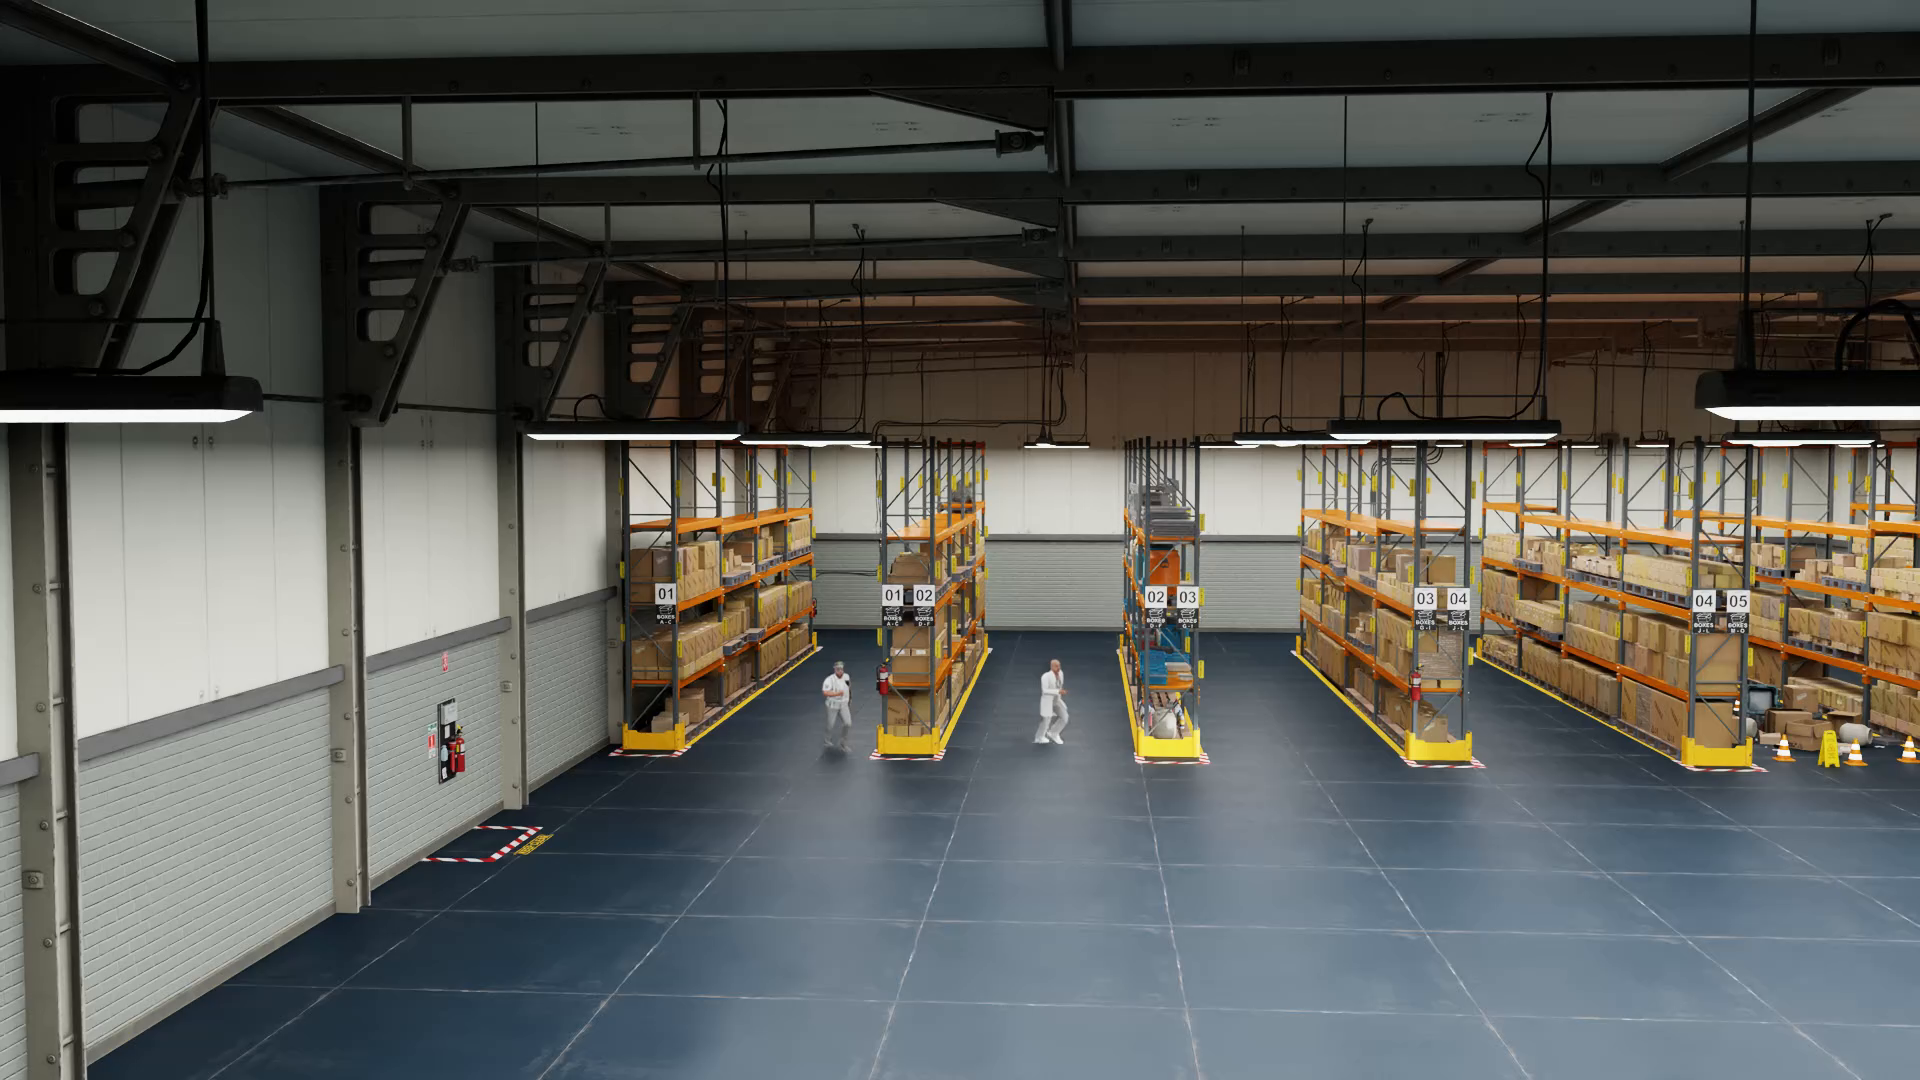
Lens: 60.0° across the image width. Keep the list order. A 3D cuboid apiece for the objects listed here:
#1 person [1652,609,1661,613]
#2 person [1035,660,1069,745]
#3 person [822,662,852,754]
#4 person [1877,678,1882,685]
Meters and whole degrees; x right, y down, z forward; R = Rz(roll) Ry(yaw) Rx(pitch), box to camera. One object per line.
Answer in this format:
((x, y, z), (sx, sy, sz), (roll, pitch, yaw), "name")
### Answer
((20.064, 2.442, 47.139), (1.187, 1.553, 0.684), (0, 3, -3), "person")
((1.780, 3.138, 32.202), (0.631, 1.679, 0.949), (-2, 4, -35), "person")
((-2.353, 3.165, 31.637), (0.636, 1.761, 0.943), (-1, 3, -24), "person")
((20.808, 2.880, 37.164), (0.670, 1.729, 0.695), (0, 3, -5), "person")
